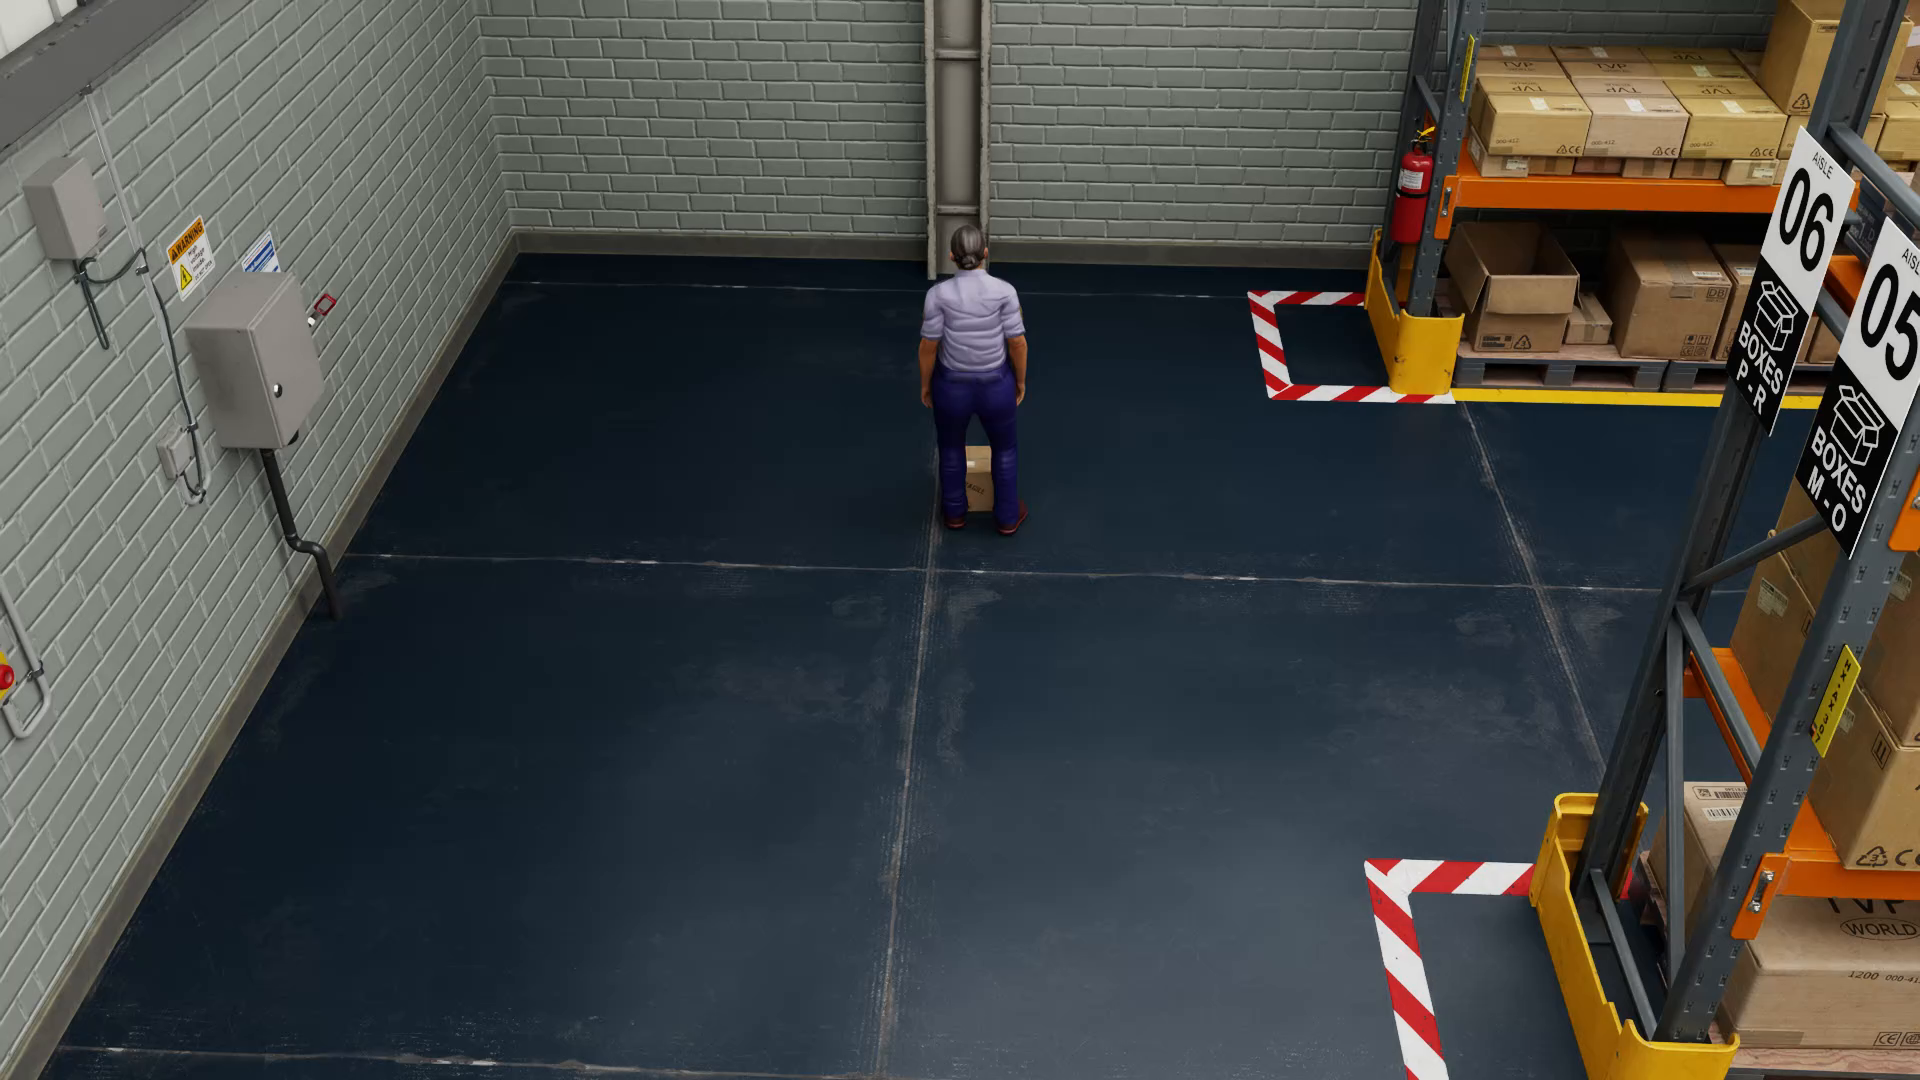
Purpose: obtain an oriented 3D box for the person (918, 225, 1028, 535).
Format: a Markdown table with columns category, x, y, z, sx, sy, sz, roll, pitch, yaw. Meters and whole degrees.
| category | x | y | z | sx | sy | sz | roll | pitch | yaw |
| --- | --- | --- | --- | --- | --- | --- | --- | --- | --- |
| person | 0.081 | -0.767 | 8.181 | 0.548 | 1.651 | 0.425 | -1 | 36 | -1 |
